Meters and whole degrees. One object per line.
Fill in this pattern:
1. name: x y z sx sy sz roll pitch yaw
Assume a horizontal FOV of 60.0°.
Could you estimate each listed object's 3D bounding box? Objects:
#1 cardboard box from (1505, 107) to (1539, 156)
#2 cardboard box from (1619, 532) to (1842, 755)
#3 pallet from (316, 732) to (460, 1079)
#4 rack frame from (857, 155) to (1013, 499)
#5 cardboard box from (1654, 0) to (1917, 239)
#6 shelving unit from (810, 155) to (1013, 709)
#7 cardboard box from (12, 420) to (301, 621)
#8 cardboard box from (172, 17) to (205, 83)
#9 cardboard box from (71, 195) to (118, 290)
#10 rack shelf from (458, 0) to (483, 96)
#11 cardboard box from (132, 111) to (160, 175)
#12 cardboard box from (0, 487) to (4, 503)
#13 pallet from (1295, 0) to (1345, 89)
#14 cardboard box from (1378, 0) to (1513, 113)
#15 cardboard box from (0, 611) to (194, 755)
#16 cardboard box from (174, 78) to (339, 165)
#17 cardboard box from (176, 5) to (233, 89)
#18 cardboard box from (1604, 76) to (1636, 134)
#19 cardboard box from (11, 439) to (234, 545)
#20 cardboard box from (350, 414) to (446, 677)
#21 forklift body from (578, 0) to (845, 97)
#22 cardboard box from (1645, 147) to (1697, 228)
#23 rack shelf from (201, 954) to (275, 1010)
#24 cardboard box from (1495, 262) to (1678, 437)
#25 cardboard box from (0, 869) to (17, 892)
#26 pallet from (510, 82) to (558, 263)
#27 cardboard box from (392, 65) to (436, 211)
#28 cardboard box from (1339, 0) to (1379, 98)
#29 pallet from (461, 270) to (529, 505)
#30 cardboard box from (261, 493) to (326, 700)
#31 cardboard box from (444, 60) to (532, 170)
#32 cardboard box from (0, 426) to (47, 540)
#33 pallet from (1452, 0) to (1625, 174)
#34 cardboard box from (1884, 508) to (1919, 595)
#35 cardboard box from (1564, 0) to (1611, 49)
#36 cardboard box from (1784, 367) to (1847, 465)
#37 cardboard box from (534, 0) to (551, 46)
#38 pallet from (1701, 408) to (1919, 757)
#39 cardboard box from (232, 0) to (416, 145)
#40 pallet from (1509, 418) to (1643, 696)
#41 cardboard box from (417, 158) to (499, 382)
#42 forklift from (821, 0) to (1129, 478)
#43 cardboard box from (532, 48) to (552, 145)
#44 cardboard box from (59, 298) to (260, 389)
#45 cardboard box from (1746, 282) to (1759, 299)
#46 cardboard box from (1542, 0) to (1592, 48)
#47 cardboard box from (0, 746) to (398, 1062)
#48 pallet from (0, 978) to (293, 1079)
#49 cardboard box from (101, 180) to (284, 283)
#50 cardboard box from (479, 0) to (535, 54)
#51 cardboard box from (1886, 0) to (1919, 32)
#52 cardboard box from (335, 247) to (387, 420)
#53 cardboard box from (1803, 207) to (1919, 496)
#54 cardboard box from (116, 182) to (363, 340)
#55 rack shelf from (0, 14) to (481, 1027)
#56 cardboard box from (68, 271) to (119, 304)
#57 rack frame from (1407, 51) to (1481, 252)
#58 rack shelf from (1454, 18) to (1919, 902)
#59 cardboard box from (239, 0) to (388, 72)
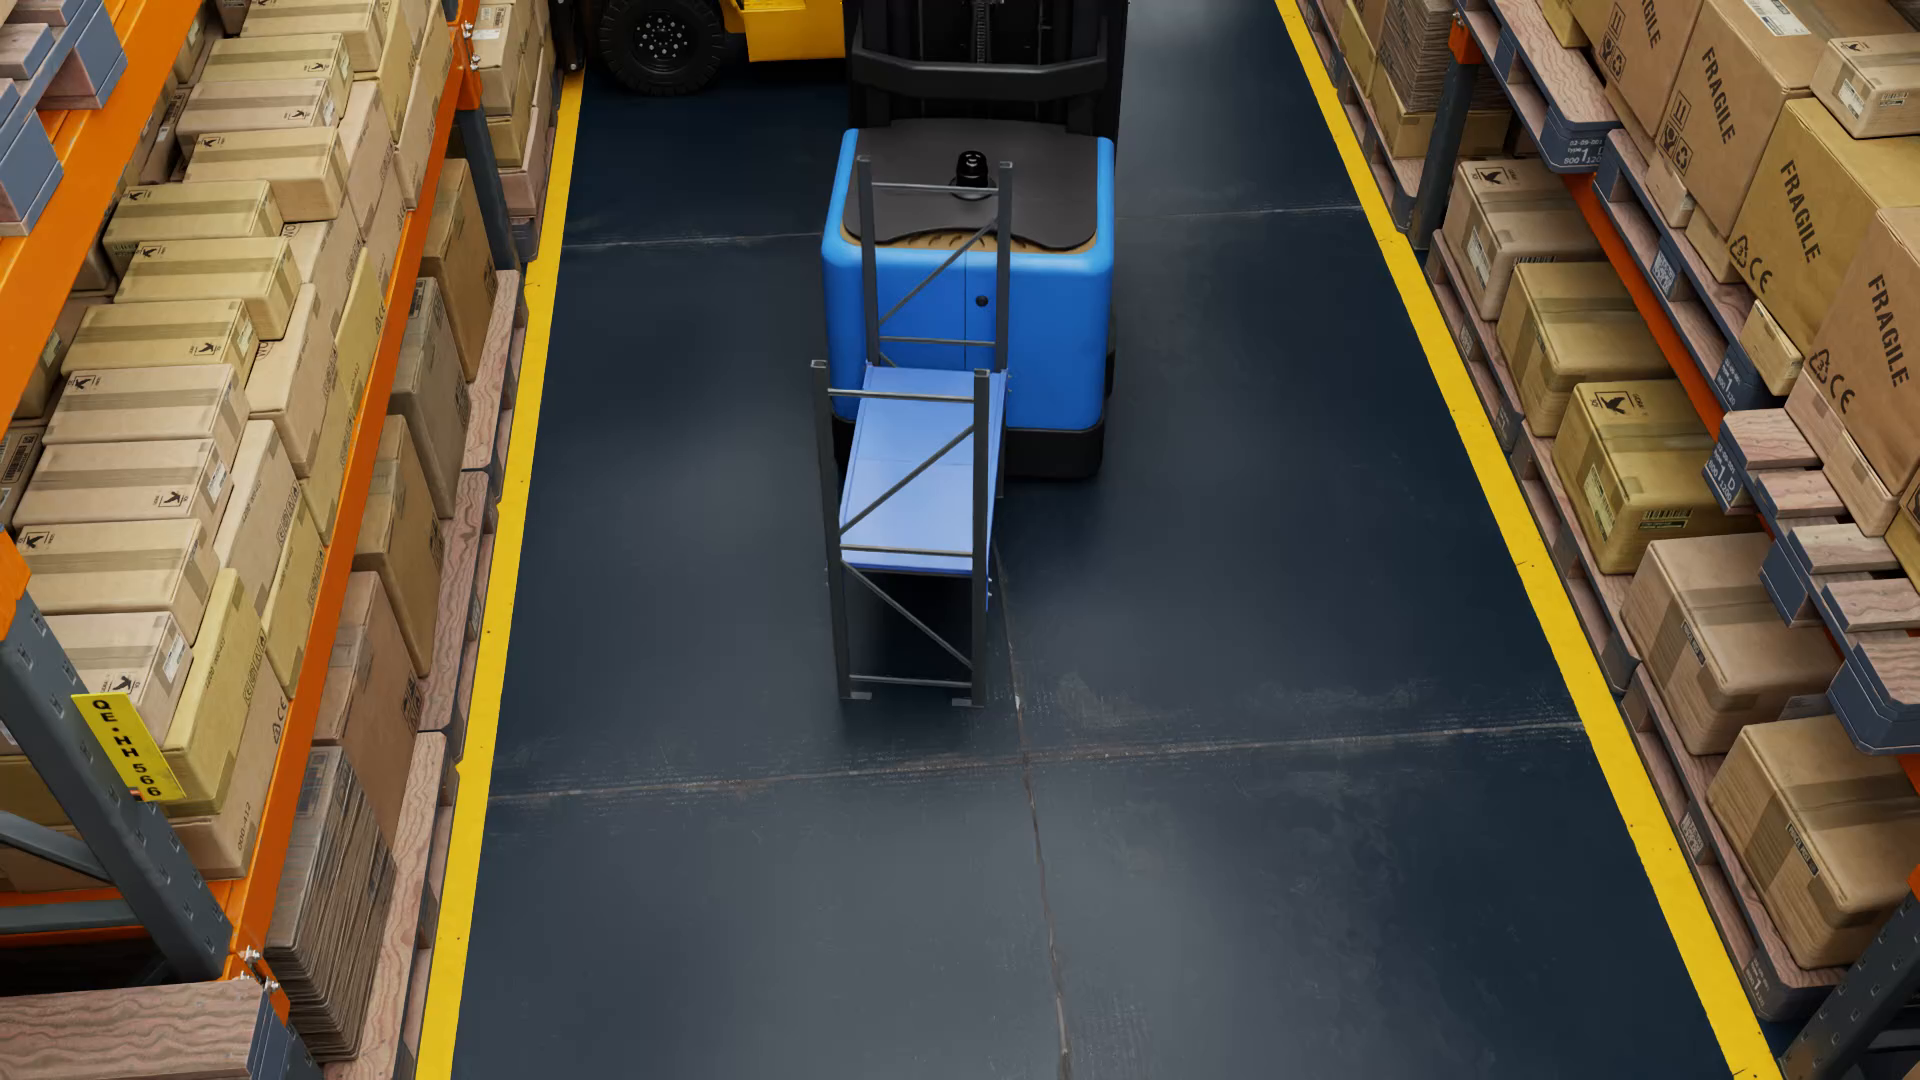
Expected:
1. cardboard box: 2.754 -2.043 7.724 0.500 0.250 0.500 -5 47 -5
2. cardboard box: 2.762 0.309 5.412 0.950 0.372 0.625 -4 47 -4
3. pallet: -2.106 1.158 5.008 1.003 0.211 1.213 -3 47 -3
4. rack frame: -0.081 -0.699 5.879 0.500 1.500 0.032 4 47 3
5. cardboard box: 2.412 -1.234 4.790 0.500 0.500 0.500 -5 47 -5
6. shelving unit: -0.124 -0.331 5.531 0.538 1.500 1.048 4 47 3
7. cardboard box: -1.911 -0.021 3.963 0.500 0.250 0.500 -2 47 -2
8. cardboard box: -2.563 -1.525 5.113 0.380 0.149 0.250 -4 47 -4
9. cardboard box: -2.453 -0.793 4.419 0.380 0.149 0.250 -2 47 -2
10. rack shelf: -2.579 -3.297 7.802 1.077 0.370 4.000 -3 47 -3
11. cardboard box: -2.542 -1.161 4.768 0.380 0.149 0.250 -4 47 -4
12. cardboard box: -2.400 -0.057 3.722 0.380 0.149 0.250 -4 47 -3
13. pallet: 2.338 -2.811 8.767 1.003 0.211 1.213 -3 47 -3
14. cardboard box: 2.218 -2.270 7.422 0.500 0.500 0.500 -4 47 -4
15. cardboard box: -1.810 0.291 3.393 0.380 0.149 0.250 -2 47 -2
16. cardboard box: -2.025 -1.198 4.803 0.380 0.149 0.250 -3 47 -3
17. cardboard box: -2.592 -1.470 5.335 0.500 0.250 0.500 -4 47 -4
18. cardboard box: 2.358 -1.470 5.460 0.380 0.149 0.250 -3 47 -3
19. cardboard box: -1.880 -0.086 3.750 0.380 0.149 0.250 -2 47 -2
20. cardboard box: -2.234 0.058 5.476 0.875 0.625 0.625 -5 47 -5
21. forklift body: -0.769 -3.438 8.025 2.313 2.155 1.214 -3 47 -3
22. cardboard box: 2.347 -1.096 5.105 0.380 0.149 0.250 -2 47 -2
23. rack shelf: -1.909 2.492 2.320 1.077 0.370 4.000 -3 47 -3
24. cardboard box: 2.645 -0.743 6.408 0.950 0.372 0.625 -1 47 -1
25. cardboard box: -2.369 0.539 3.777 0.500 0.250 0.500 -4 47 -4
26. pallet: -2.436 -1.716 7.730 1.003 0.211 1.213 -3 47 -3
27. cardboard box: -2.061 -1.333 5.550 0.500 0.250 0.500 -4 47 -4
28. cardboard box: 2.163 -2.396 8.058 0.500 0.250 0.500 -5 47 -4
29. pallet: -2.311 -0.607 6.680 1.003 0.211 1.213 -3 47 -3
30. cardboard box: -1.907 0.149 4.147 0.500 0.250 0.500 -4 47 -4
31. cardboard box: -2.144 -1.836 7.184 0.500 0.250 0.500 -4 47 -3
32. cardboard box: -2.436 -0.001 3.944 0.500 0.250 0.500 -3 47 -3
33. pallet: 2.454 -1.774 5.996 1.003 0.211 1.213 -3 47 -3
34. cardboard box: 2.513 0.022 4.047 0.380 0.149 0.250 -3 47 -3
35. cardboard box: 2.331 -1.963 5.481 0.500 0.500 0.500 -3 47 -3
36. cardboard box: 2.434 -0.340 4.390 0.380 0.149 0.250 -5 47 -5
37. cardboard box: -2.219 -2.565 7.874 0.500 0.250 0.500 -4 47 -4
38. pallet: 2.704 0.050 4.269 1.213 0.211 1.003 -3 47 -3
39. cardboard box: -2.065 -1.506 5.369 0.500 0.250 0.500 -5 47 -4
40. pallet: 2.707 0.006 6.099 1.003 0.211 1.213 -3 47 -3
41. cardboard box: -2.356 -1.048 6.523 0.875 0.625 0.625 -2 47 -2
42. forklift: 0.112 -2.311 6.420 1.130 2.935 3.031 3 47 2
43. cardboard box: -2.180 -2.032 7.713 0.500 0.250 0.500 -4 47 -4
44. cardboard box: -1.966 -0.455 4.099 0.380 0.149 0.250 -3 47 -3
45. cardboard box: 2.502 -0.728 4.757 0.380 0.149 0.250 -3 47 -3
46. cardboard box: 2.278 -1.859 5.828 0.380 0.149 0.250 -3 47 -2
47. cardboard box: -2.115 1.017 4.567 0.875 0.625 0.625 -2 47 -2
48. pallet: -1.950 1.349 3.038 1.213 0.211 1.003 -3 47 -3
49. cardboard box: -2.046 -0.824 4.449 0.380 0.149 0.250 -3 47 -3
50. cardboard box: -2.172 -2.379 7.353 0.500 0.250 0.500 -3 47 -3
51. cardboard box: 2.927 -1.251 4.806 0.500 0.500 0.500 -5 47 -5
52. cardboard box: -1.999 -0.599 4.855 0.500 0.250 0.500 -2 47 -2
53. cardboard box: 2.500 -0.474 4.070 0.500 0.500 0.500 -4 47 -4
54. cardboard box: -2.005 -0.769 4.672 0.500 0.250 0.500 -3 47 -3
55. rack shelf: -2.244 -0.403 5.061 1.077 0.370 4.000 -3 47 -3
56. cardboard box: -2.509 -0.728 4.633 0.500 0.250 0.500 -4 47 -4
57. rack frame: 2.535 -2.401 6.458 1.000 3.000 0.127 -3 47 -3
58. rack shelf: 2.702 -0.707 5.349 1.077 0.370 4.000 -3 47 -3
59. cardboard box: -2.000 -1.573 5.158 0.380 0.149 0.250 -5 47 -5
